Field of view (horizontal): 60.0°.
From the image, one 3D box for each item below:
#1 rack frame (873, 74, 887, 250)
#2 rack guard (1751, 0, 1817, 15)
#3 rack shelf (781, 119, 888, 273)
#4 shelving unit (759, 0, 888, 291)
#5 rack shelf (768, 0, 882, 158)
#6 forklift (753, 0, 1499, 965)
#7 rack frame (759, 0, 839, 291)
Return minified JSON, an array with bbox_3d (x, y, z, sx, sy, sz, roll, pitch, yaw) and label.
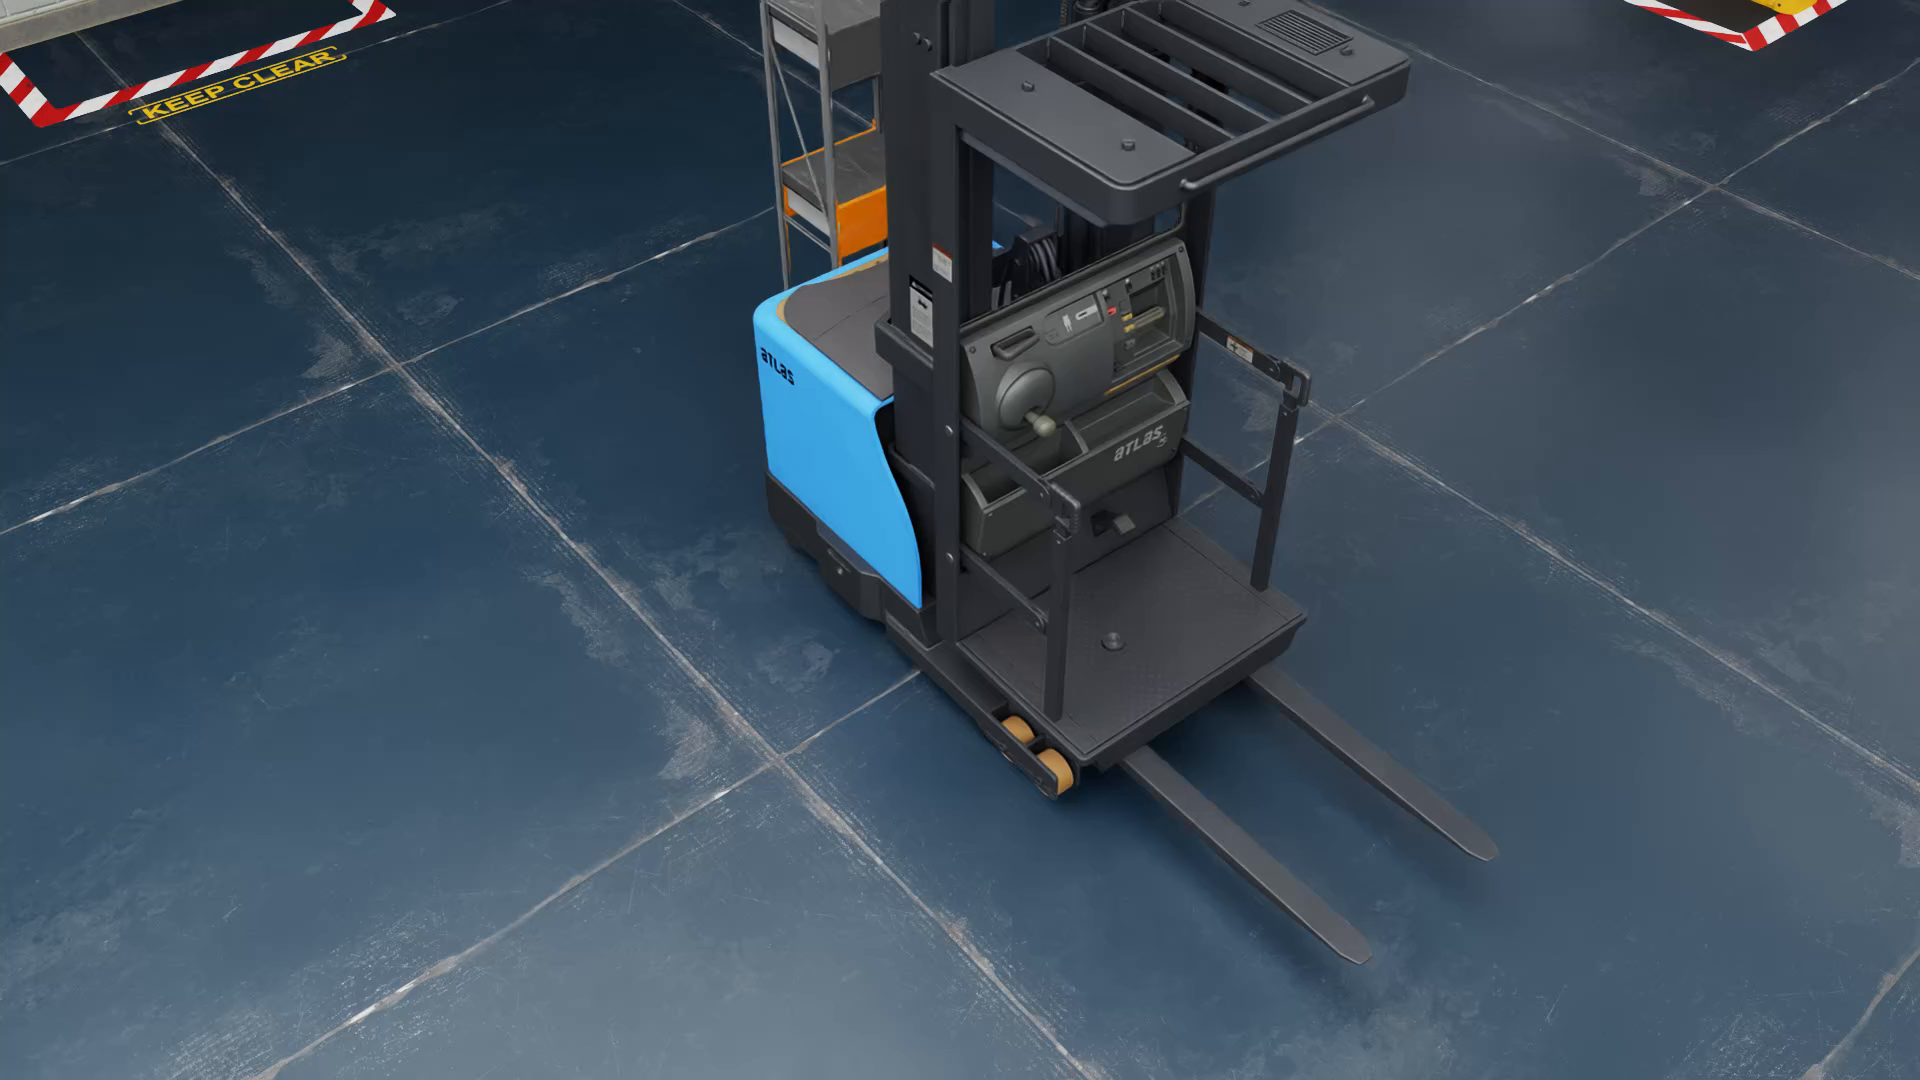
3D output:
[{"bbox_3d":[-0.212,-1.399,6.706,0.015,2.100,0.400,-29,50,-27],"label":"rack frame"},{"bbox_3d":[4.832,-3.758,10.387,0.348,0.500,1.175,-30,51,-28],"label":"rack guard"},{"bbox_3d":[-0.403,-1.285,6.604,0.480,0.518,0.431,-29,50,-27],"label":"rack shelf"},{"bbox_3d":[-0.403,-1.295,6.595,0.503,2.100,0.431,-29,50,-27],"label":"shelving unit"},{"bbox_3d":[-0.403,-1.795,6.125,0.480,0.518,0.431,-29,50,-27],"label":"rack shelf"},{"bbox_3d":[0.532,-0.566,5.212,1.130,2.935,3.031,-29,50,-27],"label":"forklift"},{"bbox_3d":[-0.594,-1.190,6.484,0.015,2.100,0.400,-29,50,-27],"label":"rack frame"}]
